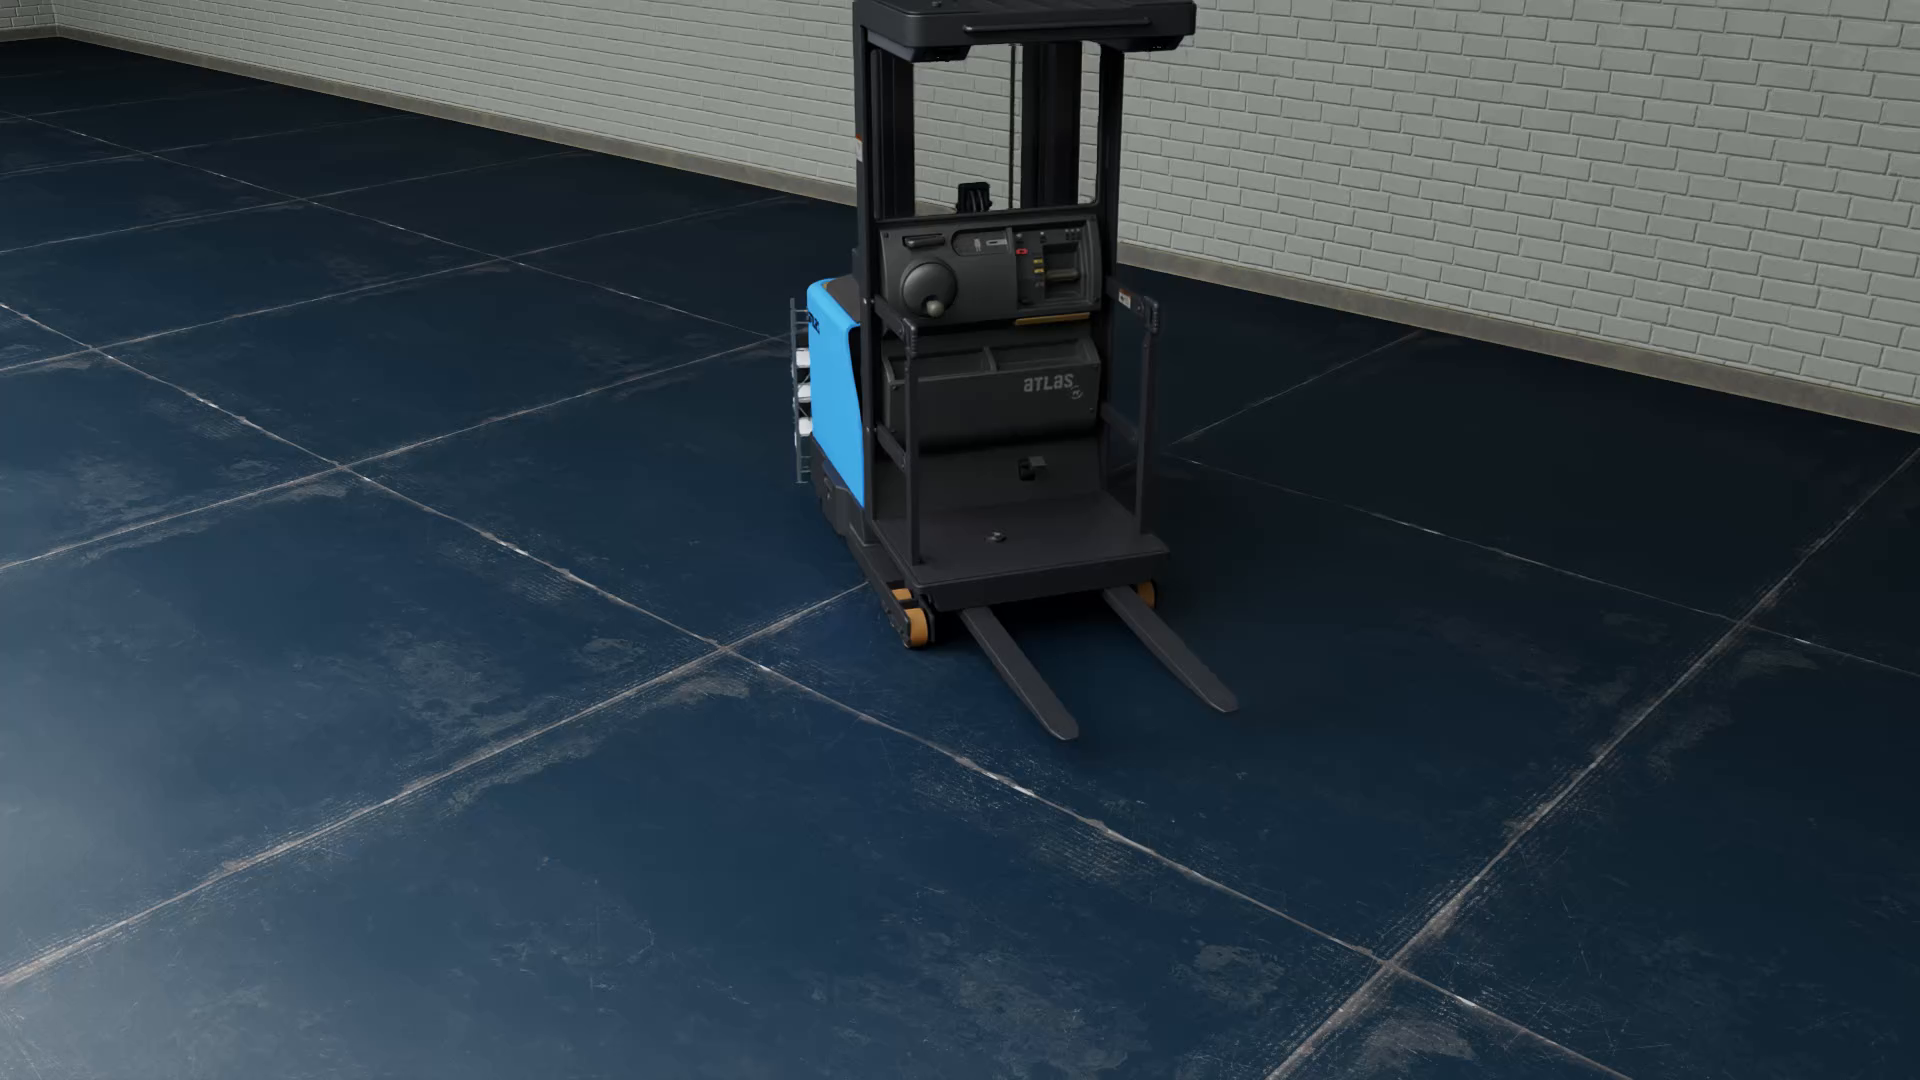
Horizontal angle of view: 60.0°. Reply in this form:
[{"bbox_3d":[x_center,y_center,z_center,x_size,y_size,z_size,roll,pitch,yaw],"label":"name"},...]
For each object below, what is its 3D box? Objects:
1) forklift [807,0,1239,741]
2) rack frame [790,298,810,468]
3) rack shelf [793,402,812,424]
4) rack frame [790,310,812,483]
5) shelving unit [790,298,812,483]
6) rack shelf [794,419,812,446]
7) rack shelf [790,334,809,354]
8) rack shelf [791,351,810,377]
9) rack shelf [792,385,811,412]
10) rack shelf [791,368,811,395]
[{"bbox_3d":[0.201,-1.082,6.580,1.130,2.935,3.031,-8,25,-16],"label":"forklift"},{"bbox_3d":[-0.719,-0.786,8.403,0.240,0.900,0.006,-2,24,-5],"label":"rack frame"},{"bbox_3d":[-0.709,-0.632,8.361,0.258,0.077,0.200,-2,24,-5],"label":"rack shelf"},{"bbox_3d":[-0.700,-0.703,8.218,0.240,0.900,0.006,-2,24,-5],"label":"rack frame"},{"bbox_3d":[-0.709,-0.744,8.310,0.258,0.900,0.210,-2,24,-5],"label":"shelving unit"},{"bbox_3d":[-0.709,-0.550,8.397,0.258,0.077,0.200,-2,24,-5],"label":"rack shelf"},{"bbox_3d":[-0.709,-0.960,8.213,0.258,0.077,0.200,-2,24,-5],"label":"rack shelf"},{"bbox_3d":[-0.709,-0.878,8.250,0.258,0.077,0.200,-2,24,-5],"label":"rack shelf"},{"bbox_3d":[-0.709,-0.714,8.324,0.258,0.077,0.200,-2,24,-5],"label":"rack shelf"},{"bbox_3d":[-0.709,-0.796,8.287,0.258,0.077,0.200,-2,24,-5],"label":"rack shelf"}]
